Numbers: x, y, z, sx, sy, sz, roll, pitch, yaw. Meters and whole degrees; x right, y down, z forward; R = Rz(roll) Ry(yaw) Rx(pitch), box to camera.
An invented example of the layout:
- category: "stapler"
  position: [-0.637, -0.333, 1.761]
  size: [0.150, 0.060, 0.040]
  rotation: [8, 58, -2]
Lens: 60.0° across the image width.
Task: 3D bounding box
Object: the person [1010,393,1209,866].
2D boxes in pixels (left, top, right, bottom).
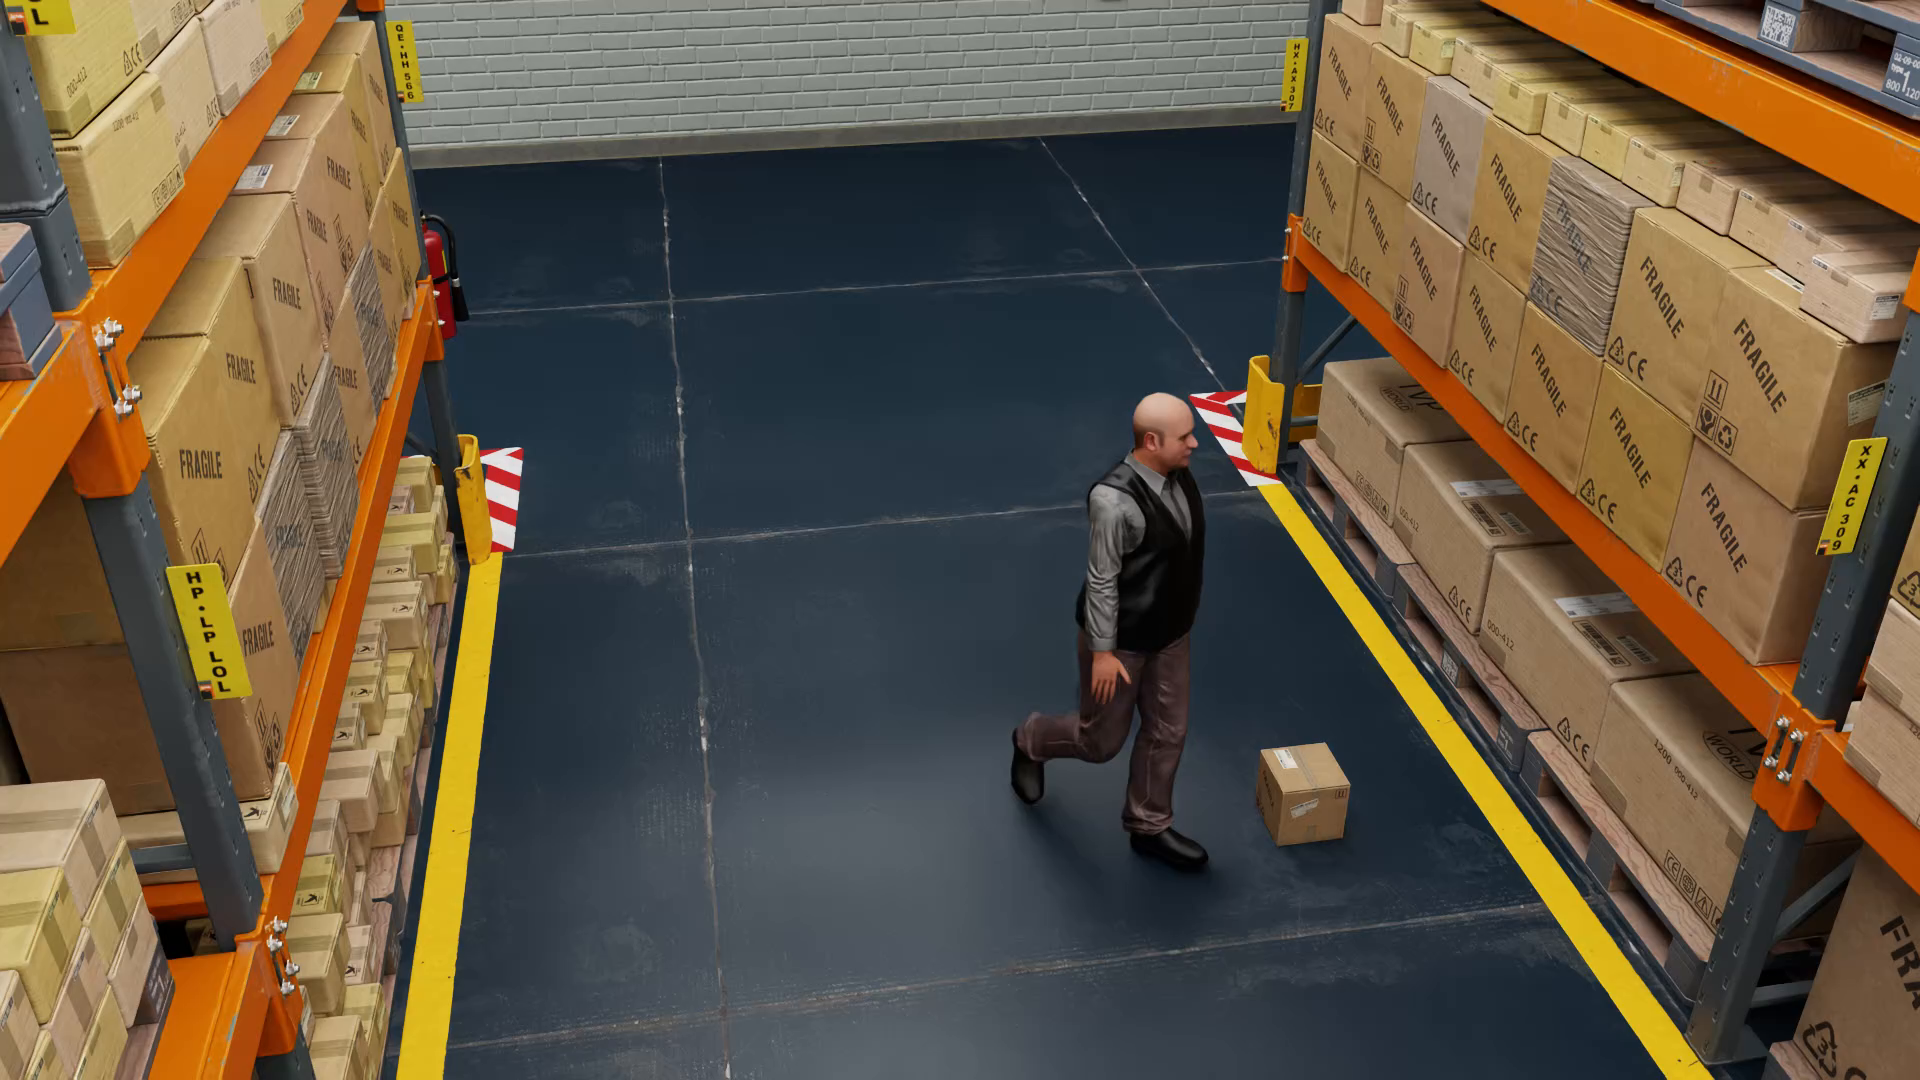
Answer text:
- category: "person"
  position: [0.557, 0.293, 5.657]
  size: [0.821, 1.710, 0.602]
  rotation: [24, 38, 35]
